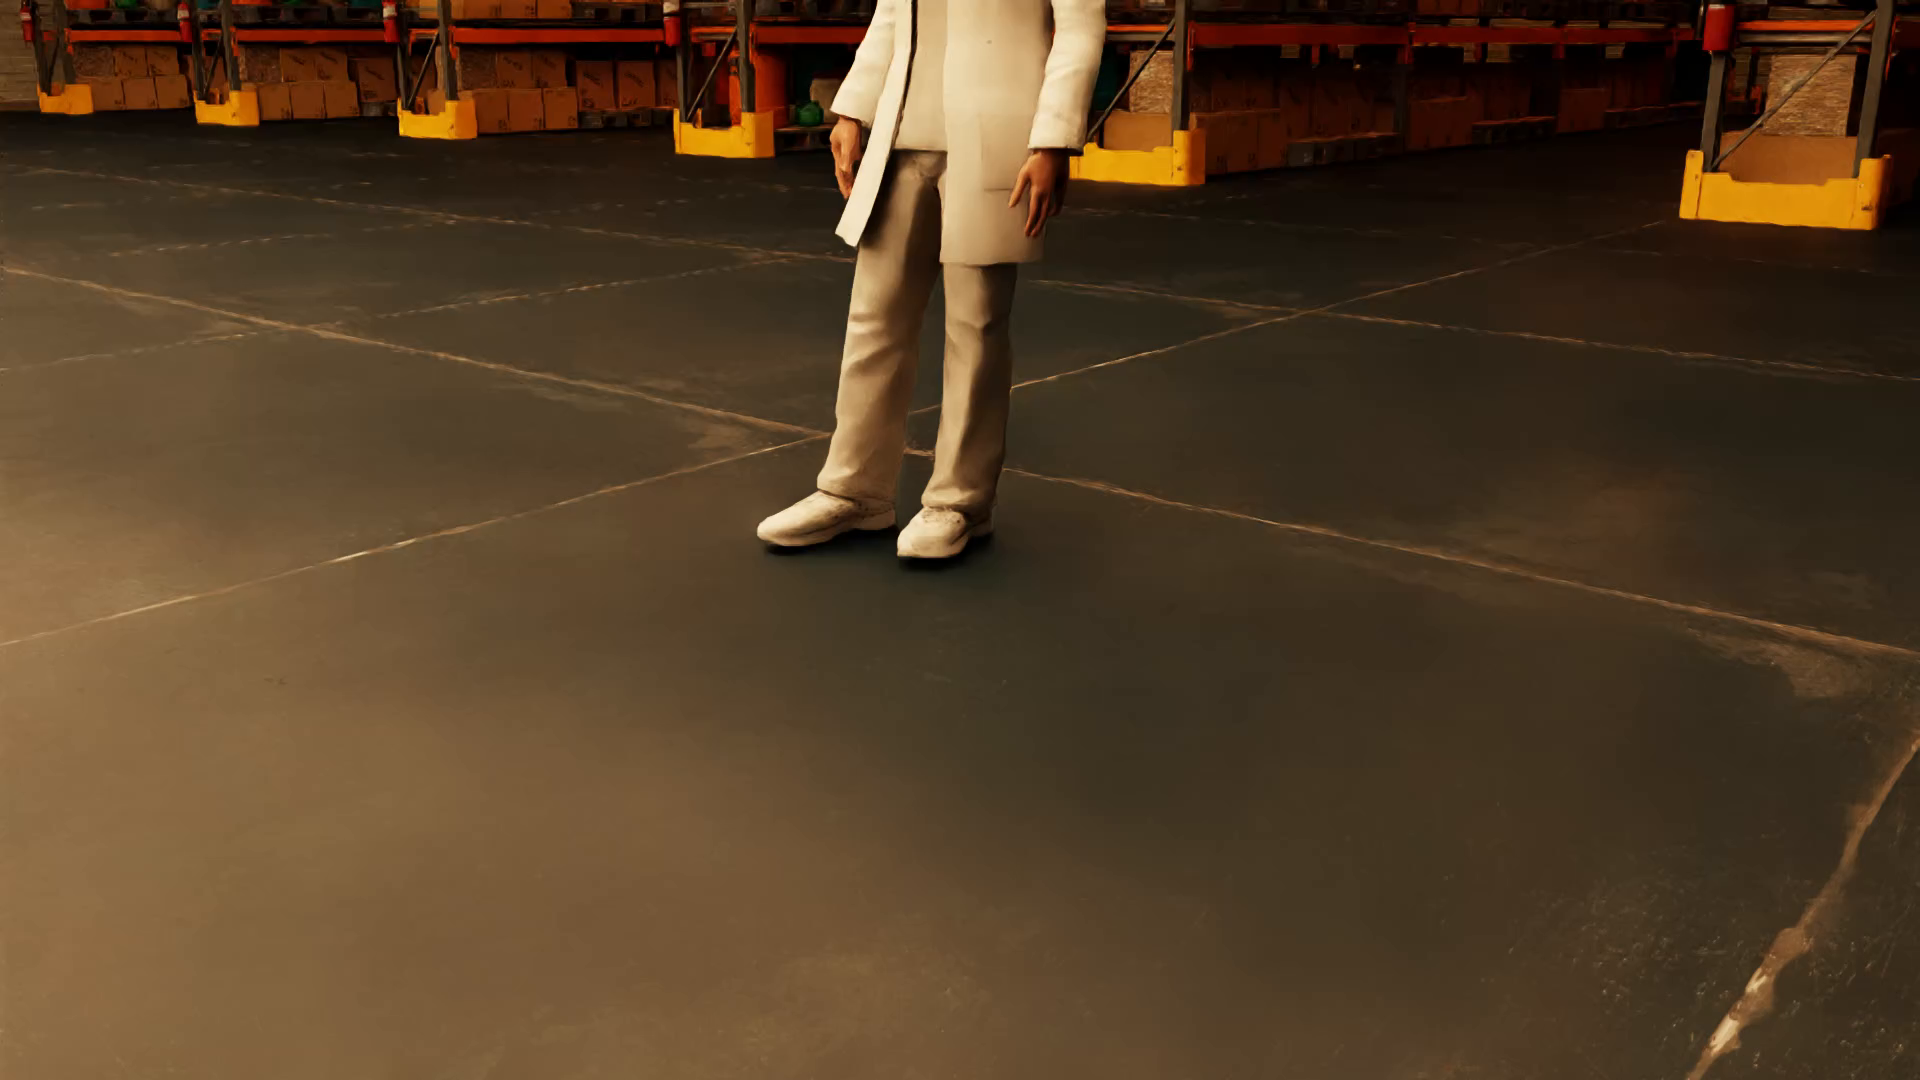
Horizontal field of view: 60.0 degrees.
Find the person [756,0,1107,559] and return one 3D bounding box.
[{"bbox_3d":[-0.061,-0.838,3.617,0.694,1.776,0.579,13,21,37],"label":"person"}]
